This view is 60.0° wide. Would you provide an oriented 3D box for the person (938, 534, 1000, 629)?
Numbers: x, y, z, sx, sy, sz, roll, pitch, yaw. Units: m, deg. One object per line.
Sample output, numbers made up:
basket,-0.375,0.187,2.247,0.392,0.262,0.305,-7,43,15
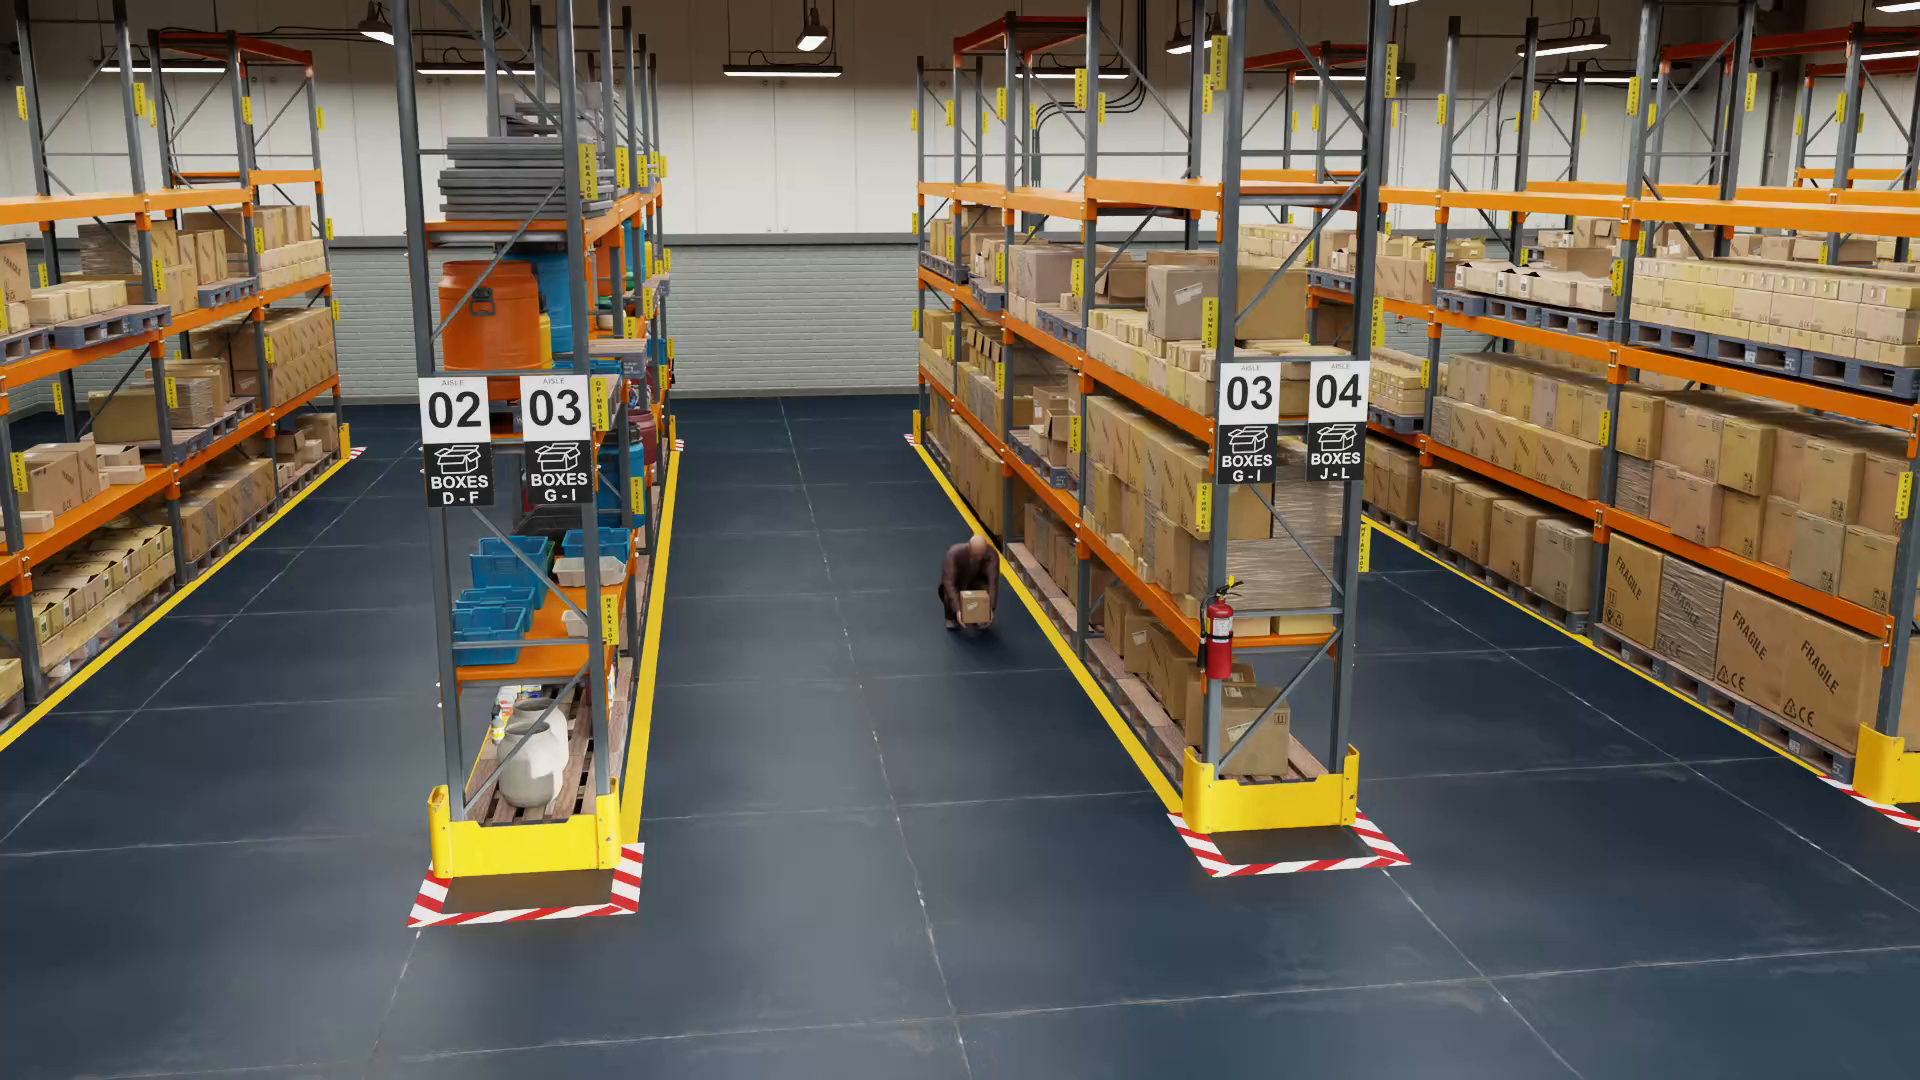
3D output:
person,0.087,0.395,16.090,0.597,0.981,0.912,-2,13,-8
